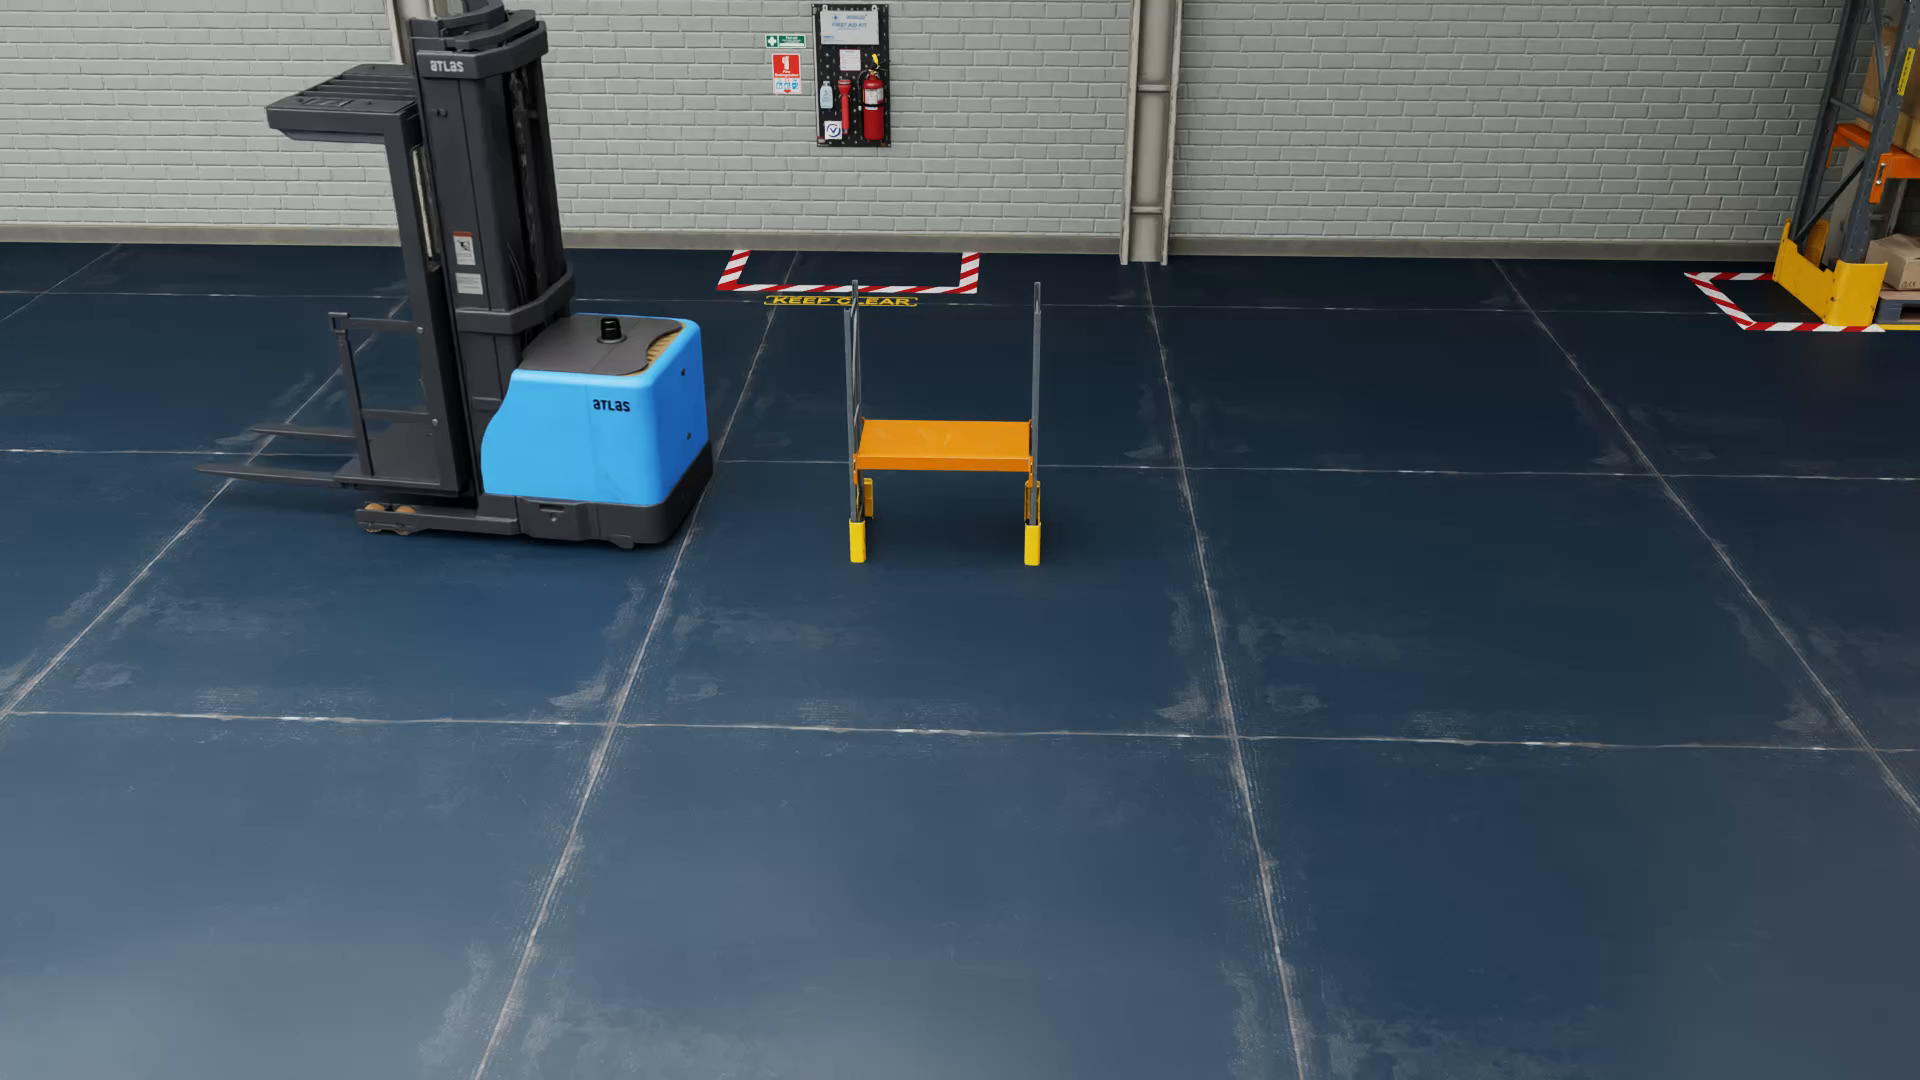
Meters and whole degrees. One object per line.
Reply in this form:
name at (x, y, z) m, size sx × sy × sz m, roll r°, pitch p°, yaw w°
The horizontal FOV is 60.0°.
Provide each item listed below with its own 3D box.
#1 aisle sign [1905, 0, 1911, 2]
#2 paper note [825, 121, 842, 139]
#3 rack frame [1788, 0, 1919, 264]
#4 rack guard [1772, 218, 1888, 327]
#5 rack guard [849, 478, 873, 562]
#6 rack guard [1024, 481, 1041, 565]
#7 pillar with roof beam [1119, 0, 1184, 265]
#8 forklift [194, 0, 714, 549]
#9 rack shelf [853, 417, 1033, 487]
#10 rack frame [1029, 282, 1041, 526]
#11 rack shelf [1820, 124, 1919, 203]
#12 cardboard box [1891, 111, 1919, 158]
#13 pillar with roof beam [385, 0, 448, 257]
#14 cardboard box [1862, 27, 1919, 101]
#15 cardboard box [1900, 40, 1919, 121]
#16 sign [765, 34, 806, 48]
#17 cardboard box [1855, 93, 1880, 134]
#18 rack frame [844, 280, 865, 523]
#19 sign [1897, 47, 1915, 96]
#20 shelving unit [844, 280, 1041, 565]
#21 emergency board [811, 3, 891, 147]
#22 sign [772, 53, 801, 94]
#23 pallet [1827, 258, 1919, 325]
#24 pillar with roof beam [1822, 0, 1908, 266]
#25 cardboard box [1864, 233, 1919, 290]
aisle sign at (6.760, -4.261, 11.810) m, size 0.004 × 0.787 × 0.394 m, roll 1°, pitch 28°, yaw 2°
paper note at (-1.067, -3.449, 13.994) m, size 0.142 × 0.148 × 0.016 m, roll 1°, pitch 28°, yaw 2°
rack frame at (6.842, -3.252, 12.682) m, size 0.127 × 3.000 × 1.000 m, roll 1°, pitch 28°, yaw 2°
rack guard at (6.918, -2.146, 13.265) m, size 0.348 × 0.500 × 1.175 m, roll 1°, pitch 28°, yaw 2°
rack guard at (-0.574, -0.120, 9.709) m, size 0.087 × 0.250 × 0.587 m, roll 1°, pitch 28°, yaw 2°
rack guard at (0.422, -0.103, 9.678) m, size 0.087 × 0.250 × 0.587 m, roll 1°, pitch 28°, yaw 2°
pillar with roof beam at (1.424, -4.380, 8.404) m, size 0.400 × 9.000 × 9.100 m, roll 1°, pitch 28°, yaw 2°
forklift at (-3.103, -1.562, 9.568) m, size 3.031 × 2.935 × 1.130 m, roll 5°, pitch 28°, yaw 9°
rack shelf at (-0.085, -0.505, 9.486) m, size 1.000 × 0.185 × 0.538 m, roll 1°, pitch 28°, yaw 2°
rack frame at (0.423, -0.656, 9.386) m, size 0.032 × 1.500 × 0.500 m, roll 1°, pitch 28°, yaw 2°
rack shelf at (8.841, -2.901, 12.788) m, size 4.000 × 0.370 × 1.077 m, roll 1°, pitch 28°, yaw 2°
cardboard box at (7.319, -3.038, 12.417) m, size 0.500 × 0.250 × 0.500 m, roll 0°, pitch 28°, yaw 0°
pillar with roof beam at (-4.572, -4.479, 8.592) m, size 0.400 × 9.000 × 9.100 m, roll 1°, pitch 28°, yaw 2°
cardboard box at (7.321, -3.617, 12.710) m, size 0.500 × 0.500 × 0.500 m, roll 1°, pitch 28°, yaw 1°
cardboard box at (7.309, -3.377, 12.256) m, size 0.500 × 0.500 × 0.500 m, roll 1°, pitch 28°, yaw 2°
sign at (-1.437, -4.106, 13.689) m, size 0.331 × 0.109 × 0.001 m, roll 1°, pitch 28°, yaw 2°
cardboard box at (7.316, -3.277, 12.869) m, size 0.500 × 0.250 × 0.500 m, roll 1°, pitch 28°, yaw 3°
rack frame at (-0.593, -0.672, 9.417) m, size 0.032 × 1.500 × 0.500 m, roll 1°, pitch 28°, yaw 2°
sign at (6.823, -3.380, 12.000) m, size 0.005 × 0.325 × 0.100 m, roll 1°, pitch 28°, yaw 2°
shelving unit at (-0.076, -0.664, 9.401) m, size 1.083 × 1.500 × 0.587 m, roll 1°, pitch 28°, yaw 2°
emergency board at (-0.892, -3.803, 13.722) m, size 0.643 × 1.169 × 0.194 m, roll 1°, pitch 28°, yaw 2°
sign at (-1.441, -3.876, 13.821) m, size 0.234 × 0.329 × 0.001 m, roll 1°, pitch 28°, yaw 2°
pallet at (7.729, -1.989, 13.276) m, size 1.213 × 0.211 × 1.003 m, roll 1°, pitch 28°, yaw 2°
pillar with roof beam at (7.421, -4.281, 8.217) m, size 0.400 × 9.000 × 9.100 m, roll 1°, pitch 28°, yaw 2°
cardboard box at (7.531, -2.205, 13.107) m, size 0.500 × 0.311 × 0.500 m, roll -2°, pitch 28°, yaw -4°
